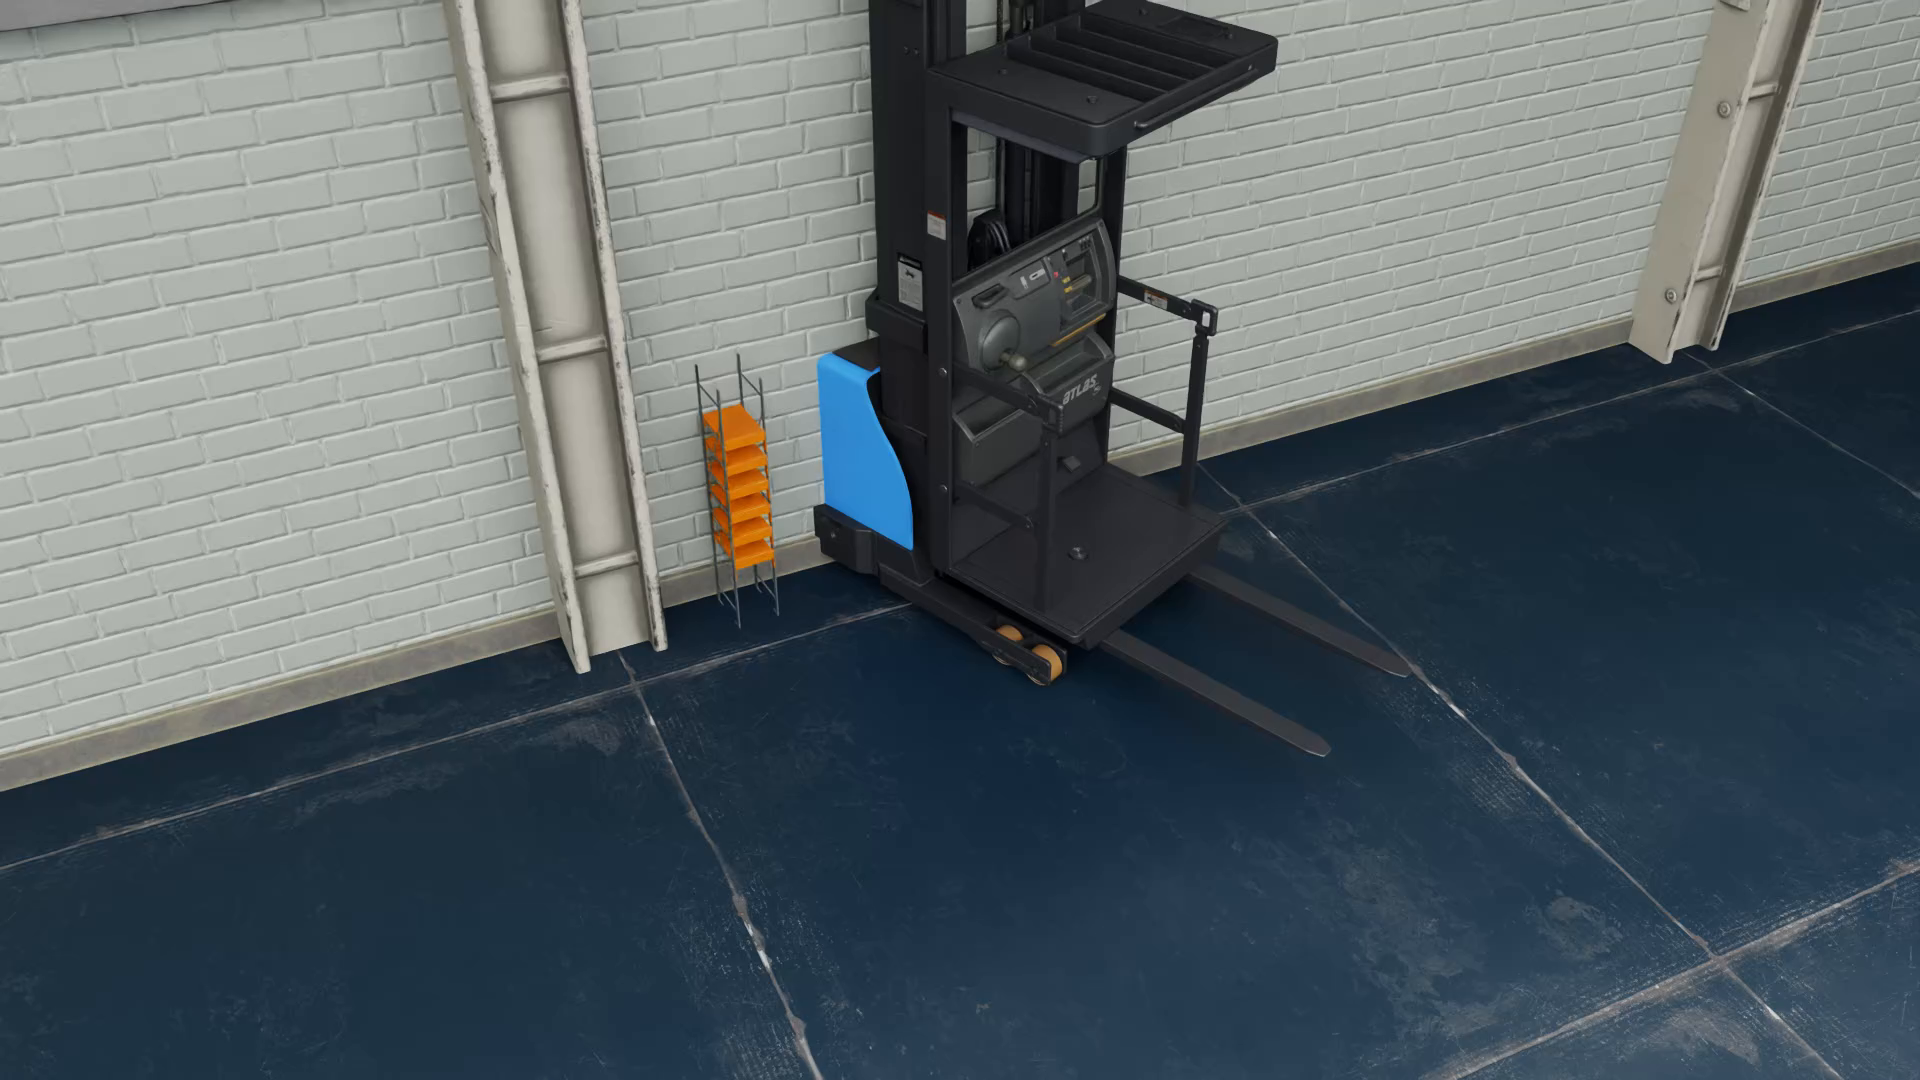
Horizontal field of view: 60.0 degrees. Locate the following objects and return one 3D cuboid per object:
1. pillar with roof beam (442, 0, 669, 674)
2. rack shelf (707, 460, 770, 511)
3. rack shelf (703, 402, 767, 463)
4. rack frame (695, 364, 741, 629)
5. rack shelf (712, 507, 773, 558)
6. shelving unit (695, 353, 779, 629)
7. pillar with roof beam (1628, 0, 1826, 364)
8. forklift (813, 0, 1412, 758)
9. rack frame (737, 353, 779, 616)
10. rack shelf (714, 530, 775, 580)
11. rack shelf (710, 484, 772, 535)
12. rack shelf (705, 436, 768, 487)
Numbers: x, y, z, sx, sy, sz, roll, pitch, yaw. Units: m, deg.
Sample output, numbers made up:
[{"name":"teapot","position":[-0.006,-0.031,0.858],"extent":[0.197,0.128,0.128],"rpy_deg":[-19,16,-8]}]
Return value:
[{"name":"pillar with roof beam","position":[0.337,-0.862,1.358],"extent":[0.400,9.000,9.100],"rpy_deg":[-16,39,-20]},{"name":"rack shelf","position":[-0.930,-0.248,6.949],"extent":[0.180,0.103,0.258],"rpy_deg":[-18,40,-24]},{"name":"rack shelf","position":[-0.928,-0.442,6.807],"extent":[0.180,0.103,0.258],"rpy_deg":[-18,40,-24]},{"name":"rack frame","position":[-1.010,-0.161,6.957],"extent":[0.006,1.200,0.240],"rpy_deg":[-18,40,-24]},{"name":"rack shelf","position":[-0.932,-0.055,7.091],"extent":[0.180,0.103,0.258],"rpy_deg":[-18,40,-24]},{"name":"shelving unit","position":[-0.931,-0.188,6.994],"extent":[0.189,1.200,0.258],"rpy_deg":[-18,40,-24]},{"name":"pillar with roof beam","position":[5.768,-2.380,3.405],"extent":[0.400,9.000,9.100],"rpy_deg":[-16,39,-20]},{"name":"forklift","position":[0.467,-0.928,6.541],"extent":[3.031,2.935,1.130],"rpy_deg":[28,45,32]},{"name":"rack frame","position":[-0.852,-0.214,7.031],"extent":[0.006,1.200,0.240],"rpy_deg":[-18,40,-24]},{"name":"rack shelf","position":[-0.933,0.042,7.162],"extent":[0.180,0.103,0.258],"rpy_deg":[-18,40,-24]},{"name":"rack shelf","position":[-0.931,-0.152,7.020],"extent":[0.180,0.103,0.258],"rpy_deg":[-18,40,-24]},{"name":"rack shelf","position":[-0.929,-0.345,6.878],"extent":[0.180,0.103,0.258],"rpy_deg":[-18,40,-24]}]
